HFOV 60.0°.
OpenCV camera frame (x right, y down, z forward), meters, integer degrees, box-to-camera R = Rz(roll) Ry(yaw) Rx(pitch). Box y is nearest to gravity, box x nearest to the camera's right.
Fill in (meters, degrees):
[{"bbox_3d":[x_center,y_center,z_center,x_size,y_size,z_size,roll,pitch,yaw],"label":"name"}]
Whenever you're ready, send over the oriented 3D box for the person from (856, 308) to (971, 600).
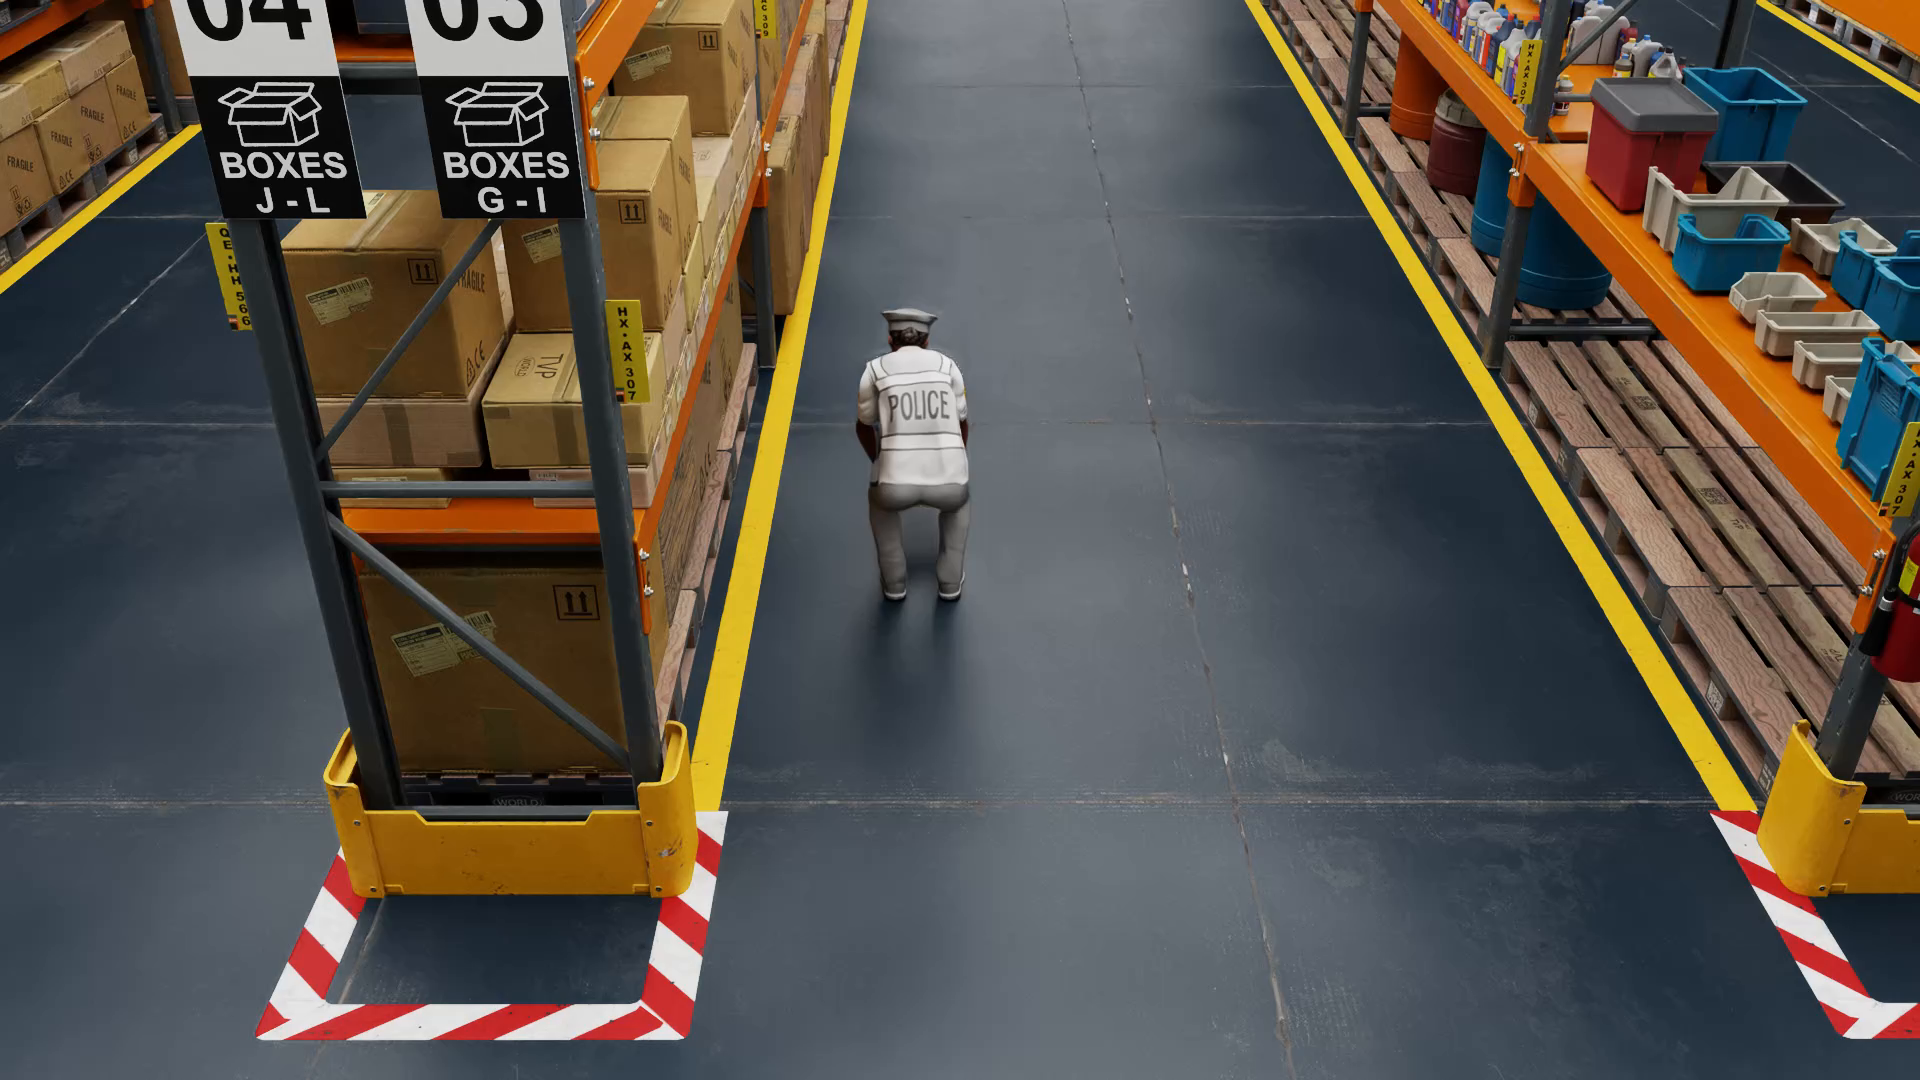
[{"bbox_3d":[-0.202,-0.353,7.158,0.500,1.195,0.797,0,32,0],"label":"person"}]
